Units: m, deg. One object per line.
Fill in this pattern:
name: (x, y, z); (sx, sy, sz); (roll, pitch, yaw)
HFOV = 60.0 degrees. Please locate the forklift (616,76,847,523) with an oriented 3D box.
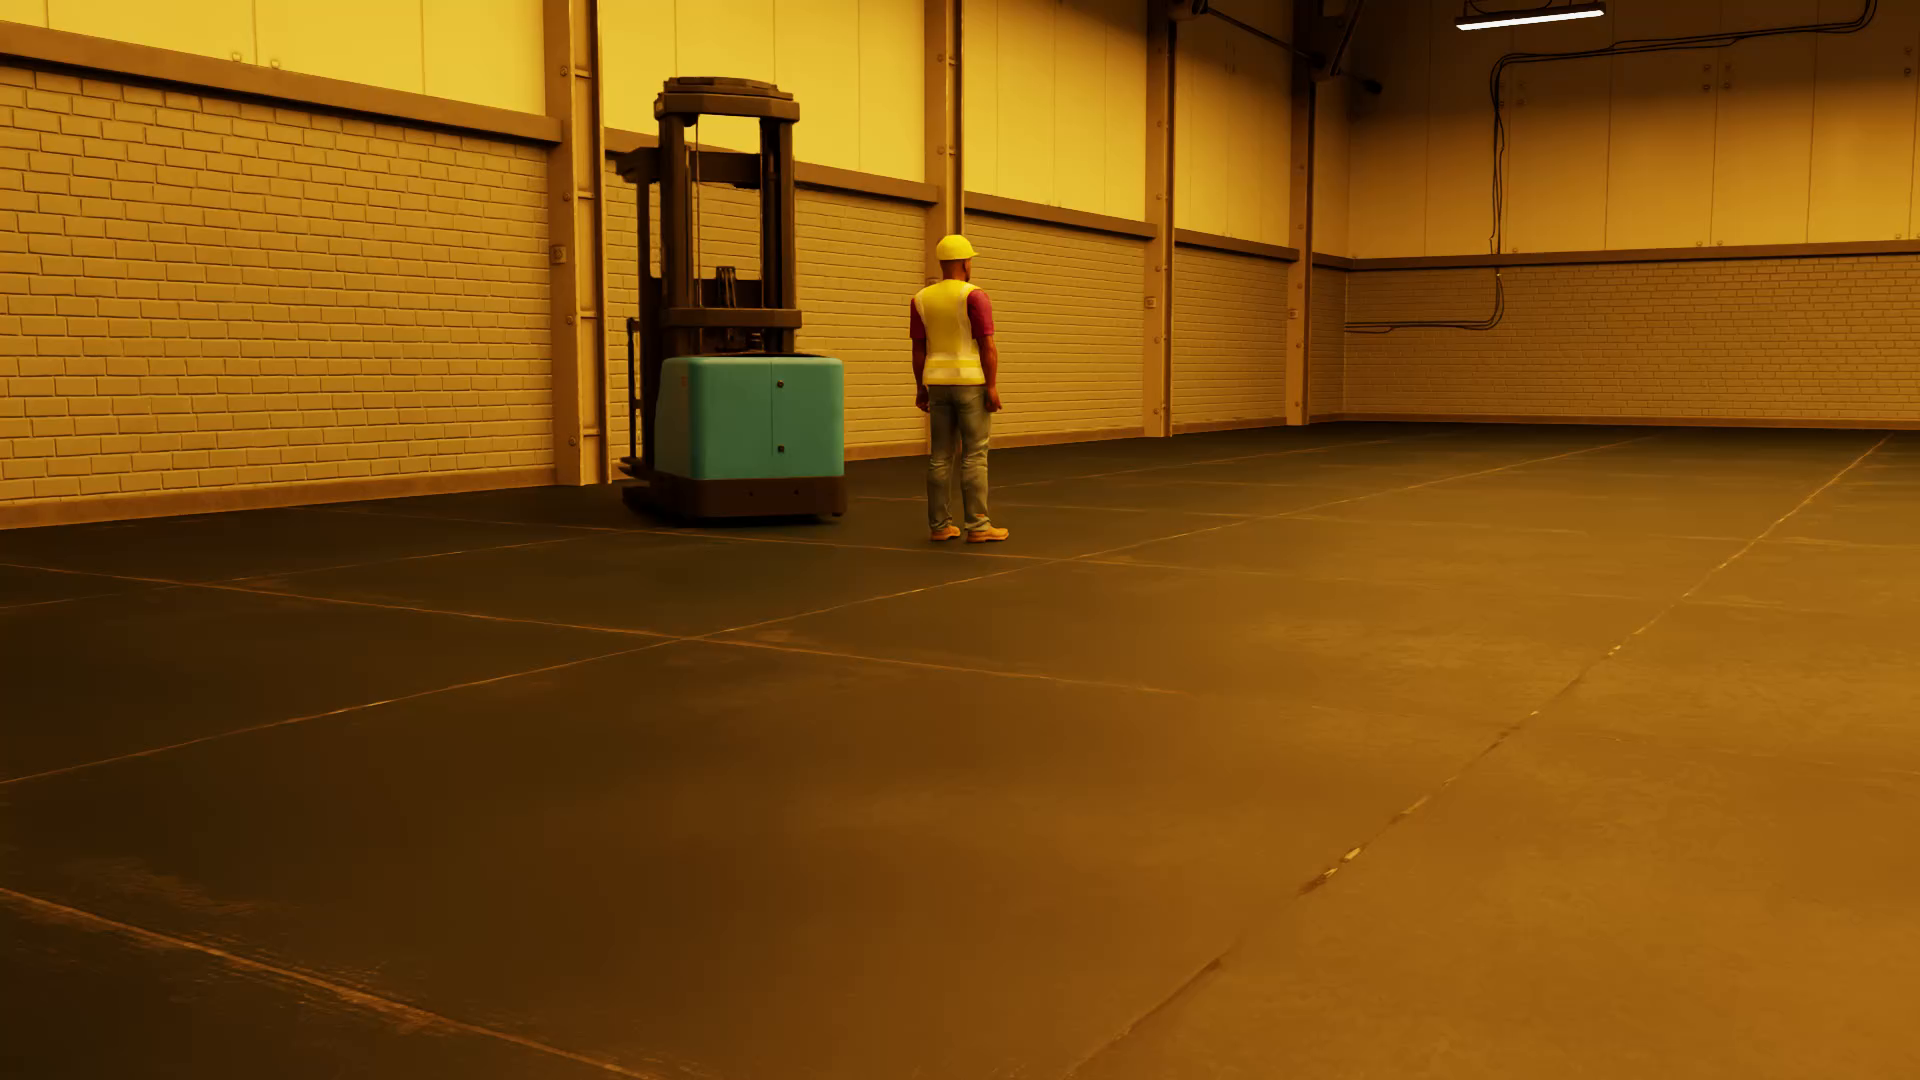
forklift: (-1.797, -1.685, 11.829); (1.130, 2.935, 3.031); (-3, 6, -24)

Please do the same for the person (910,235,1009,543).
person: (-0.007, -0.879, 9.690); (0.556, 1.770, 0.388); (4, 7, 31)
